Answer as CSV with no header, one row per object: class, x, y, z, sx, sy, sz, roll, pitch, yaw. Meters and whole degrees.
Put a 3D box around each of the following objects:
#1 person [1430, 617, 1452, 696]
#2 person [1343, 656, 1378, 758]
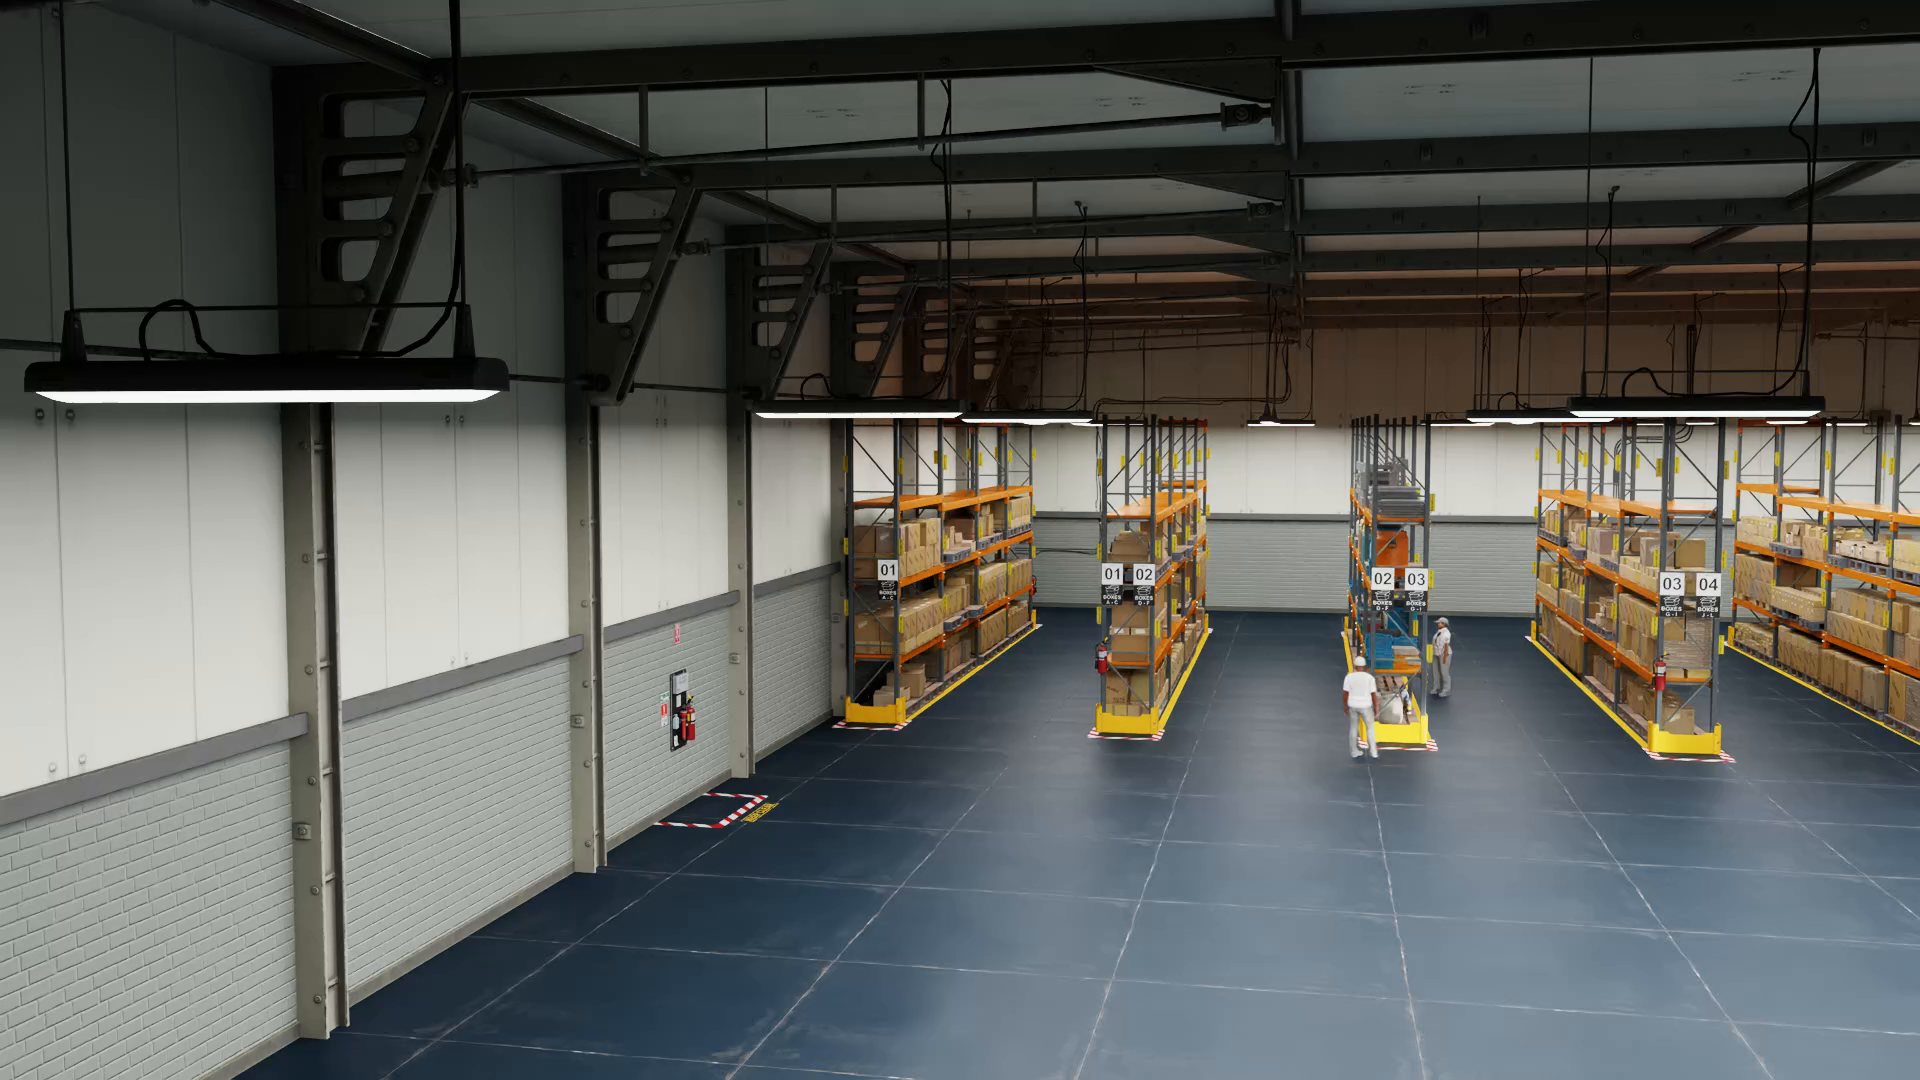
person,10.363,2.502,35.833,0.430,1.673,0.515,-1,4,-20
person,7.012,2.906,29.015,0.581,1.773,0.518,3,5,39
